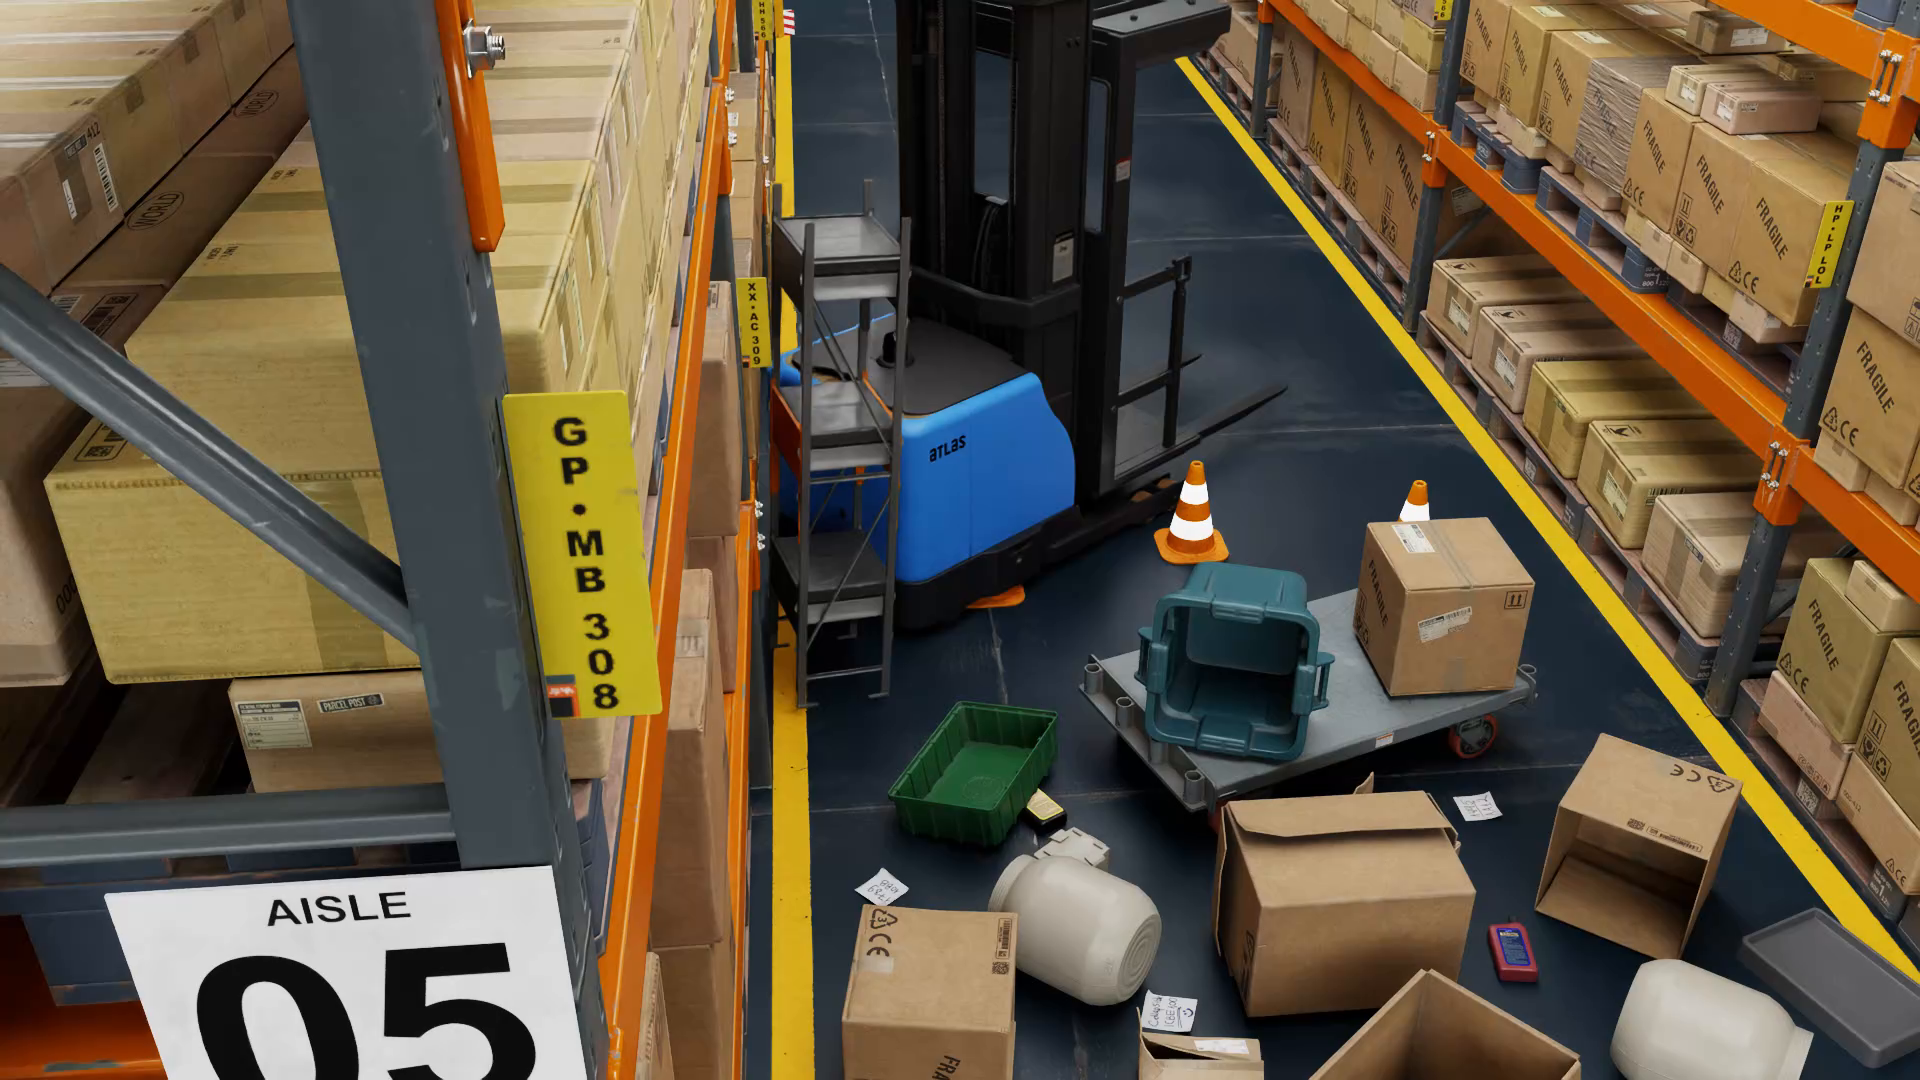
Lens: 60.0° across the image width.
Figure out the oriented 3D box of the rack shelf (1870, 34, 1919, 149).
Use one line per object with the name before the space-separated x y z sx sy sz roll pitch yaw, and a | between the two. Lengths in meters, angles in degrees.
rack shelf | 3.857 -0.548 4.018 1.077 0.370 4.000 -3 31 -5

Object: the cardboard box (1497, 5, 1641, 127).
cardboard box | 3.164 -2.477 8.674 0.500 0.500 0.500 -1 31 -2

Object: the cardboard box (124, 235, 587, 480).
cardboard box | -0.589 -0.190 1.678 0.380 0.149 0.250 -2 31 -4

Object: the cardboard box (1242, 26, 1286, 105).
cardboard box | 2.971 -4.080 14.245 0.875 0.438 0.875 -3 31 -5

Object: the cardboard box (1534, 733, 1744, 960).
cardboard box | 2.415 1.094 5.928 0.500 0.500 0.500 20 36 29

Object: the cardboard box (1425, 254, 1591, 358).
cardboard box | 3.339 -1.395 9.814 0.950 0.372 0.625 -5 31 -8

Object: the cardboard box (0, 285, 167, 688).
cardboard box | -1.199 -0.070 1.866 0.500 0.250 0.500 -2 31 -4

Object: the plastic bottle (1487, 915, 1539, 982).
plastic bottle | 1.923 1.420 5.813 0.133 0.061 0.283 2 31 4

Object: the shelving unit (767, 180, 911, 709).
shelving unit | -0.513 -0.353 6.753 0.431 2.100 0.503 -6 30 -19

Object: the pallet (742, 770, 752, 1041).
pallet | -1.256 1.288 5.888 1.003 0.211 1.213 -3 31 -5

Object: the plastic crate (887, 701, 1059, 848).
plastic crate | 0.072 0.907 6.492 0.450 0.188 0.662 4 30 26

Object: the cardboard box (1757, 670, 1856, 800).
cardboard box | 3.456 0.724 6.384 0.500 0.250 0.500 -4 31 -7

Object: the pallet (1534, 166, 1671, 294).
pallet | 3.522 -1.541 8.092 1.003 0.211 1.213 -3 31 -5

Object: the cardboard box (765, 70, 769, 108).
cardboard box | -1.640 -3.184 11.951 0.500 0.250 0.500 -1 31 -2

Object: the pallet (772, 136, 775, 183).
pallet | -1.922 -2.791 12.717 1.003 0.211 1.213 -3 31 -5

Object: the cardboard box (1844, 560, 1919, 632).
cardboard box | 3.408 0.191 5.914 0.380 0.149 0.250 -2 31 -4

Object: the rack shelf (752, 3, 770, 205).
rack shelf | -1.810 -3.056 11.142 1.077 0.370 4.000 -3 31 -5

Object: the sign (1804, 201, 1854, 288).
sign | 3.118 -1.059 5.968 0.100 0.325 0.005 -3 31 -5

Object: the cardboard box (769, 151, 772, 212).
cardboard box | -1.585 -2.603 11.711 0.500 0.500 0.500 -3 31 -6

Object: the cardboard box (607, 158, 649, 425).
cardboard box | -0.713 -0.351 2.337 0.500 0.250 0.500 -3 31 -5

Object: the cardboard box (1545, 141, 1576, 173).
cardboard box | 3.220 -1.981 8.477 0.380 0.149 0.250 -1 31 -2

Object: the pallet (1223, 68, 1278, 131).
pallet | 2.929 -3.869 14.522 1.003 0.211 1.213 -3 31 -5

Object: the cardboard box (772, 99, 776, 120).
cardboard box | -1.711 -3.543 13.628 0.380 0.149 0.250 -4 31 -7

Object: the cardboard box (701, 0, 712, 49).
cardboard box | -0.873 -1.405 4.490 0.380 0.149 0.250 -2 31 -4

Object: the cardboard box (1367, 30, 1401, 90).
cardboard box | 2.927 -3.074 10.617 0.500 0.250 0.500 -2 31 -4

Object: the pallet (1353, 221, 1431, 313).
pallet | 3.298 -1.841 11.127 1.003 0.211 1.213 -3 31 -5

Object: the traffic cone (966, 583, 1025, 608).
traffic cone | 0.129 0.031 7.747 0.336 0.463 0.334 -3 31 -5

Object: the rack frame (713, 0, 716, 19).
rack frame | -1.249 -2.877 4.291 1.000 3.000 0.127 -3 31 -5

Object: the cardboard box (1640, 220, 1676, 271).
cardboard box | 3.253 -1.307 7.349 0.380 0.149 0.250 -3 31 -4

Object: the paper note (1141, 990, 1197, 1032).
paper note | 0.700 1.582 5.579 0.172 0.023 0.155 8 32 13

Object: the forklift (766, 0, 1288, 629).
forklift | 0.513 -1.509 7.917 3.031 2.935 1.130 -27 40 -37

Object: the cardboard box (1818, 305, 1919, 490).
cardboard box | 3.434 -0.523 5.812 0.500 0.500 0.500 -3 31 -5

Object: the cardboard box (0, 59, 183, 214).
cardboard box | -1.316 -0.551 2.282 0.380 0.149 0.250 -2 31 -4

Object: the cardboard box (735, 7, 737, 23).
cardboard box | -1.519 -3.179 9.902 0.380 0.149 0.250 -3 31 -5

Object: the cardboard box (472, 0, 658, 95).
cardboard box | -0.707 -0.839 2.765 0.380 0.149 0.250 -3 31 -5

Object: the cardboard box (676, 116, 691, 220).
cardboard box | -0.753 -0.755 3.401 0.380 0.149 0.250 -3 31 -5

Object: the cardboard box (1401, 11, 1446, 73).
cardboard box | 2.998 -3.018 10.036 0.500 0.250 0.500 -3 31 -5

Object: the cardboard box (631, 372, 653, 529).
cardboard box | -0.635 -0.111 2.323 0.380 0.149 0.250 -3 31 -4

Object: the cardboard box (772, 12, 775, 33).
cardboard box | -1.988 -4.999 16.065 0.380 0.149 0.250 -2 31 -3

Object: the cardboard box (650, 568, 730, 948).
cardboard box | -0.932 0.453 3.367 0.875 0.550 0.550 -3 31 -5

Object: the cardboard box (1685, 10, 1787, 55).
cardboard box | 3.730 -2.440 7.980 0.380 0.149 0.250 -4 31 -7

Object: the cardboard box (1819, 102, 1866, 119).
cardboard box | 3.832 -1.703 7.379 0.500 0.500 0.500 -3 31 -5

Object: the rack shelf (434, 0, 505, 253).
rack shelf | -1.062 -1.375 2.868 1.077 0.370 4.000 -3 31 -5

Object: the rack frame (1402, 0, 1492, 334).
rack frame | 3.296 -2.632 9.732 1.000 3.000 0.127 -3 31 -5

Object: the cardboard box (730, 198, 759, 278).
cardboard box | -1.122 -1.139 7.134 0.500 0.500 0.500 -3 31 -5

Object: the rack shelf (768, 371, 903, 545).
rack shelf | -0.514 -0.341 6.759 0.431 0.518 0.480 -6 30 -19

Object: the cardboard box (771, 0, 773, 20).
cardboard box | -1.910 -4.855 15.243 0.380 0.149 0.250 -2 31 -3

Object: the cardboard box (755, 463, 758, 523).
cardboard box | -1.483 -0.321 7.647 1.050 0.750 0.750 -3 31 -5

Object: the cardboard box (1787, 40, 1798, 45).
cardboard box | 7.591 -4.778 15.353 0.700 0.500 0.500 -4 31 -6

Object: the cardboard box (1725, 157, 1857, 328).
cardboard box | 3.398 -1.166 6.479 0.500 0.500 0.500 -3 31 -6
